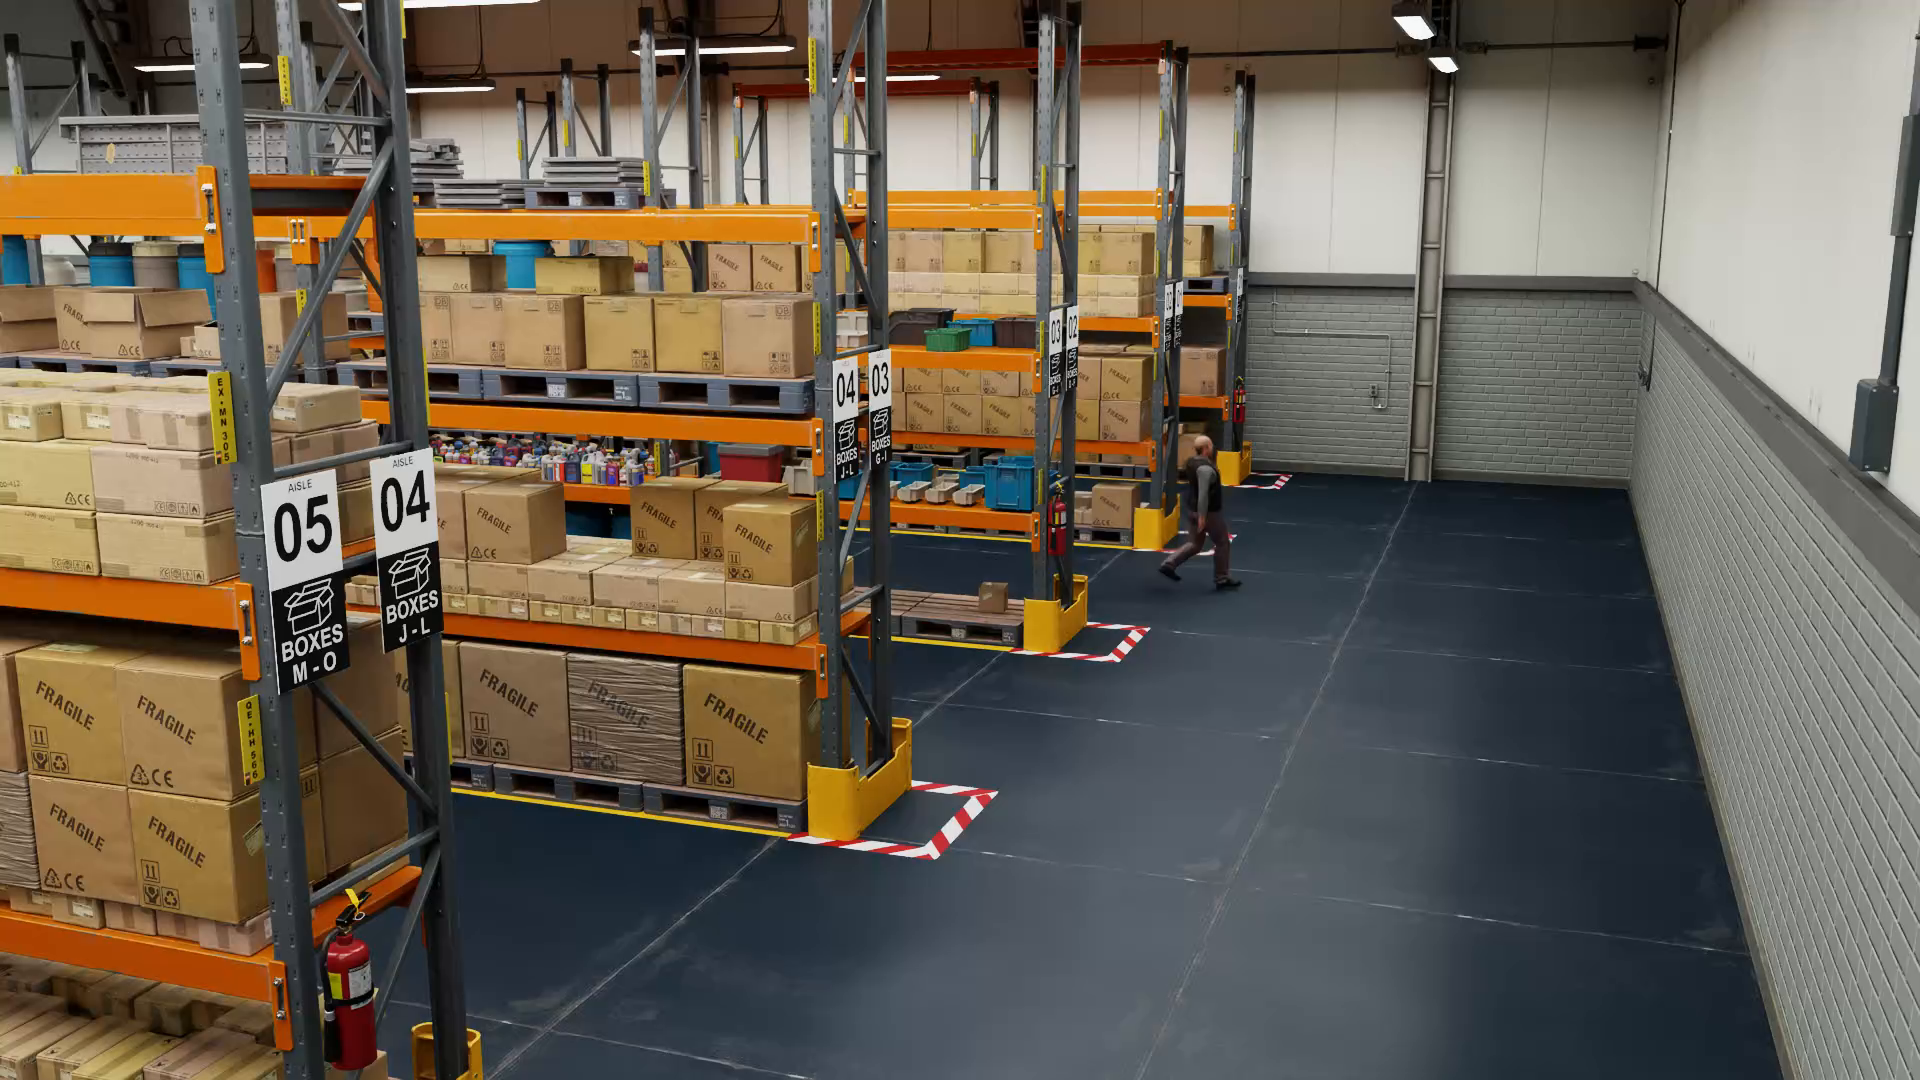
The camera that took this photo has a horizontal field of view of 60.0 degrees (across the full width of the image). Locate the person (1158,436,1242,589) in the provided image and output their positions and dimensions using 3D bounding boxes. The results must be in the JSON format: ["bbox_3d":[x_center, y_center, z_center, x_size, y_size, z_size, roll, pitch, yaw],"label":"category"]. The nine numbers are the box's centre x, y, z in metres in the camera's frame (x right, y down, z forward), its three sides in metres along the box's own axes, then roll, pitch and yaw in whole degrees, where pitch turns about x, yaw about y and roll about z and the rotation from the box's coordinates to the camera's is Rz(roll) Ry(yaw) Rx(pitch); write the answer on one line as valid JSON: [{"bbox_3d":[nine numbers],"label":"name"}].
[{"bbox_3d":[2.632,-0.307,18.117,0.920,1.685,0.536,-3,12,-16],"label":"person"}]
